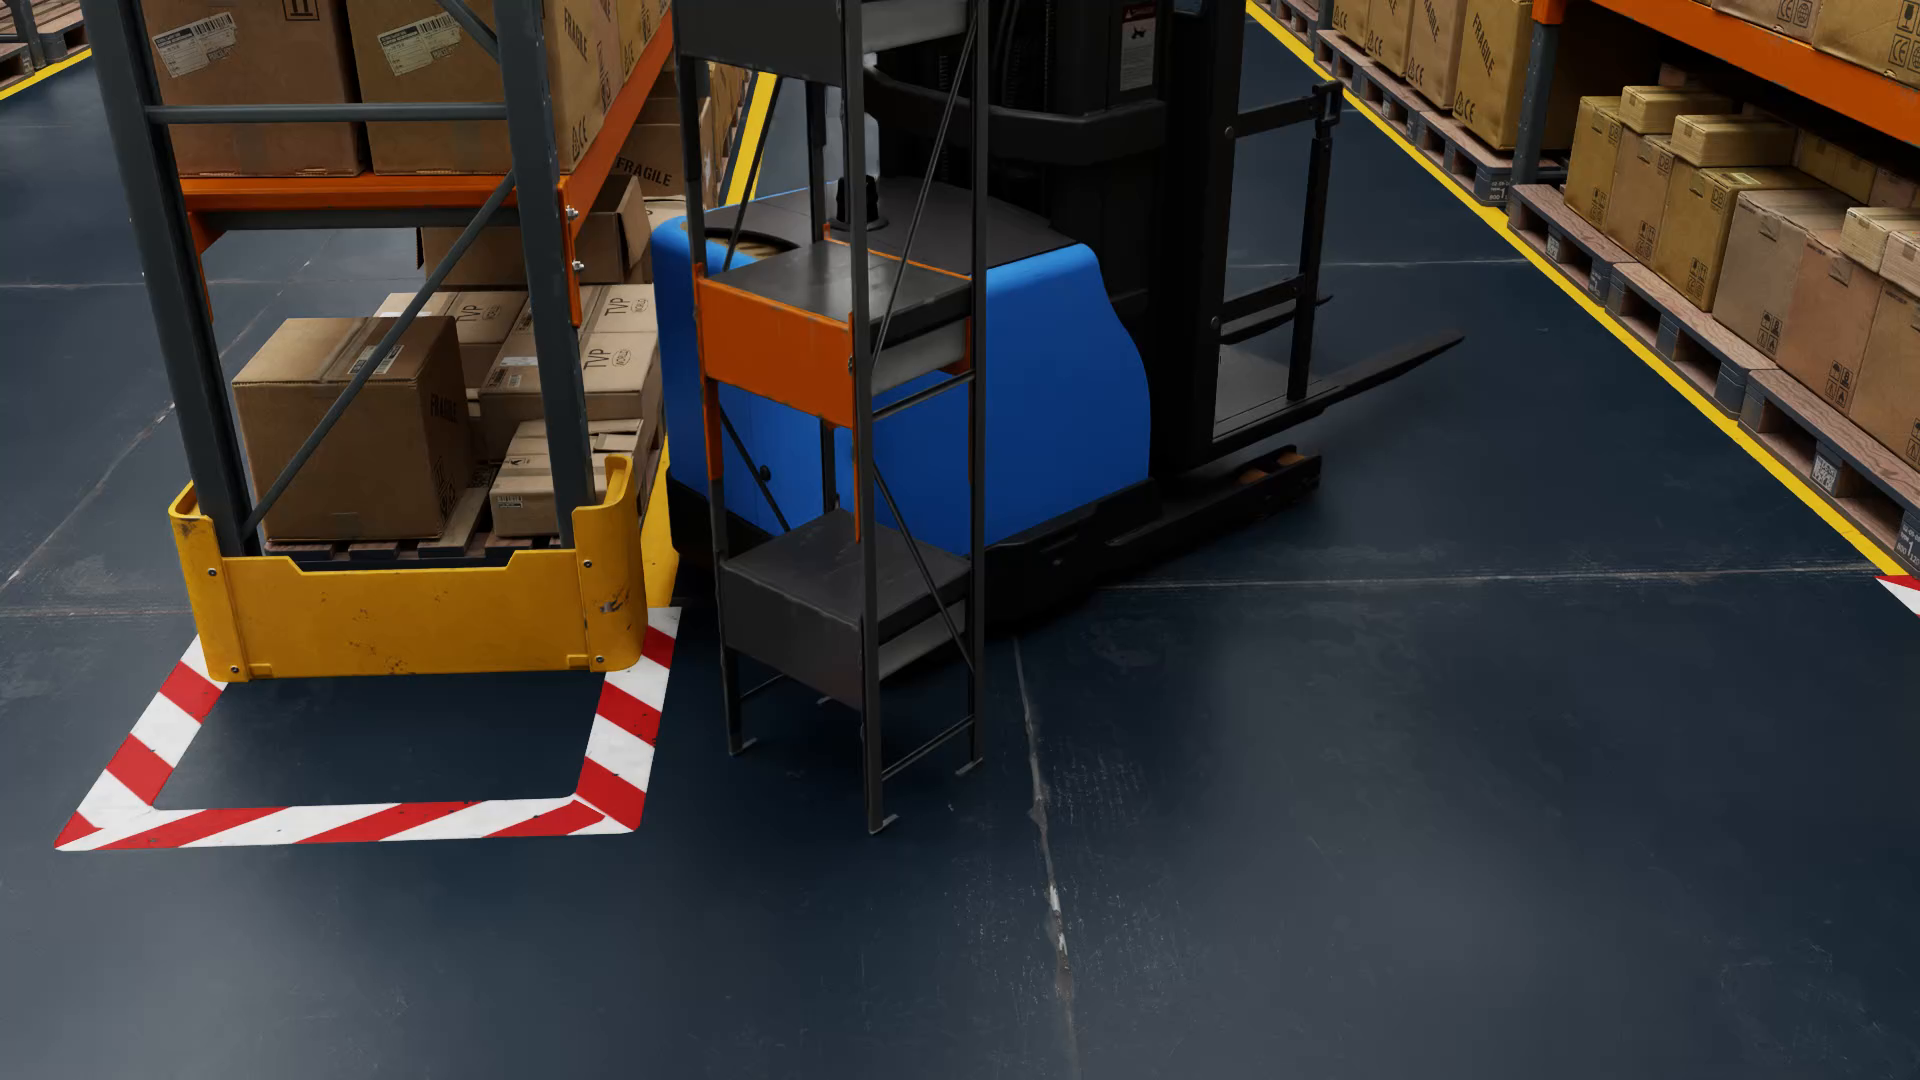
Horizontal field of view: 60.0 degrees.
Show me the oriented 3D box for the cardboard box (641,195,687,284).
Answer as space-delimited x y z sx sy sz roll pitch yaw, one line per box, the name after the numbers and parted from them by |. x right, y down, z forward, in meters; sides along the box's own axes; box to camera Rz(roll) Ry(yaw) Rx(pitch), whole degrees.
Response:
-1.333 -1.248 6.831 0.500 0.311 0.500 -1 28 -3 | cardboard box

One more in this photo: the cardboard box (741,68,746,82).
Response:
-1.584 -3.117 10.209 0.500 0.500 0.500 -2 28 -5 | cardboard box

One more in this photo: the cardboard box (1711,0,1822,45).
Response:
3.354 -2.178 5.859 0.980 0.700 0.700 -3 28 -5 | cardboard box

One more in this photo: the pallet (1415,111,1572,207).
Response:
3.146 -2.087 9.024 1.003 0.211 1.213 -1 28 -3 | pallet

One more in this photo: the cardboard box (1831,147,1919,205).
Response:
3.472 -1.341 6.125 0.380 0.149 0.250 -1 28 -2 | cardboard box

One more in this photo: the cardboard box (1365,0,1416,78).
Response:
2.999 -3.302 10.208 0.750 0.750 0.750 -2 28 -3 | cardboard box

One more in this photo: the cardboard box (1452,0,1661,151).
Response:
3.098 -2.499 8.669 0.750 0.750 0.750 -1 28 -2 | cardboard box

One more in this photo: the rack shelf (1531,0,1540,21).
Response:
3.157 -3.574 9.637 1.077 0.370 4.000 -1 28 -3 | rack shelf

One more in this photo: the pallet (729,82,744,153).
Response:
-1.832 -2.551 9.913 1.003 0.211 1.213 -1 28 -3 | pallet

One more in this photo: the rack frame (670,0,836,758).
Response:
-0.448 -0.452 3.846 0.015 2.100 0.400 22 35 36 | rack frame

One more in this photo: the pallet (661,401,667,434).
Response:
-1.584 -0.730 6.421 1.003 0.211 1.213 -1 28 -3 | pallet

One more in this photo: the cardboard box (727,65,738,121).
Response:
-1.525 -2.641 9.297 0.500 0.500 0.500 -1 28 -2 | cardboard box

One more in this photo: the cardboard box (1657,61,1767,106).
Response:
3.389 -2.059 7.501 0.380 0.149 0.250 -2 28 -3 | cardboard box

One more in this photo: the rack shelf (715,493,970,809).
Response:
-0.263 0.255 4.034 0.480 0.518 0.431 22 35 36 | rack shelf

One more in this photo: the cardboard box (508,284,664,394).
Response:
-1.274 -0.696 5.839 0.500 0.250 0.500 -1 28 -3 | cardboard box

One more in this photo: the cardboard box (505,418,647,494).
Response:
-1.168 -0.257 5.087 0.380 0.166 0.250 -1 28 -3 | cardboard box

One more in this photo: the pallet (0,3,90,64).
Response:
-6.843 -3.700 12.115 1.003 0.211 1.213 -1 28 -3 | pallet

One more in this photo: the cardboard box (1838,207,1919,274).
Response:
3.131 -0.981 5.435 0.380 0.149 0.250 -1 28 -1 | cardboard box

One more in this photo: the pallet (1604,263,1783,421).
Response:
3.290 -0.815 6.585 1.003 0.211 1.213 -1 28 -3 | pallet

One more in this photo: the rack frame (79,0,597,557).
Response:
-1.477 -1.001 3.925 1.000 3.000 0.127 -1 28 -3 | rack frame

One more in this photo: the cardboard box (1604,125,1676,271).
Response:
3.221 -1.467 7.069 0.700 0.500 0.500 -2 28 -3 | cardboard box

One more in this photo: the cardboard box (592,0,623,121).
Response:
-1.269 -1.494 4.764 0.500 0.500 0.500 -2 28 -3 | cardboard box

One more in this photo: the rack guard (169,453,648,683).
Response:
-1.480 0.072 4.570 1.175 0.500 0.348 -1 28 -3 | rack guard

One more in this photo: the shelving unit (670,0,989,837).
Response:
-0.263 -0.378 3.705 0.503 2.100 0.431 22 35 36 | shelving unit

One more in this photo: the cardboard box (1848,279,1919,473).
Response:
3.334 -0.521 5.254 0.700 0.500 0.500 -1 28 -3 | cardboard box

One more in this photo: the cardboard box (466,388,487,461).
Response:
-1.682 -0.374 5.311 0.380 0.166 0.250 -1 28 -3 | cardboard box

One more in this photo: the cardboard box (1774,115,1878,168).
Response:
3.445 -1.577 6.578 0.380 0.149 0.250 -1 28 -2 | cardboard box

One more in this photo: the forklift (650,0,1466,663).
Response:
0.554 -1.522 5.000 3.031 2.935 1.130 -23 35 -36 | forklift

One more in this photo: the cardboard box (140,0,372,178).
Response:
-1.772 -1.245 4.286 0.500 0.500 0.500 -1 28 -1 | cardboard box

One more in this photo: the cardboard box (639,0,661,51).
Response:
-1.316 -1.957 5.651 0.500 0.500 0.500 -1 28 -2 | cardboard box

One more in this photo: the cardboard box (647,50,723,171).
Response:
-1.467 -2.164 8.383 0.500 0.500 0.500 -3 28 -5 | cardboard box

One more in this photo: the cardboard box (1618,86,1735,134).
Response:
3.034 -1.824 7.052 0.380 0.149 0.250 0 28 -1 | cardboard box

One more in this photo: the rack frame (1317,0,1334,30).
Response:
3.052 -4.817 11.241 1.000 3.000 0.127 -1 28 -3 | rack frame

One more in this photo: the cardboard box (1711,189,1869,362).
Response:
3.281 -0.984 6.142 0.700 0.500 0.500 -2 28 -4 | cardboard box

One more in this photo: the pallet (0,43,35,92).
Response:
-6.758 -2.978 10.731 1.003 0.211 1.213 -1 28 -3 | pallet

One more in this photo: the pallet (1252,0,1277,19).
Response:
2.952 -4.503 13.656 1.003 0.211 1.213 -1 28 -3 | pallet

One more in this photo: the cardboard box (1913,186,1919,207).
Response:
3.500 -1.105 5.673 0.380 0.149 0.250 -1 28 -2 | cardboard box

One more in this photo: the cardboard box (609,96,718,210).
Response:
-1.372 -1.678 7.452 0.500 0.500 0.500 -1 28 -3 | cardboard box

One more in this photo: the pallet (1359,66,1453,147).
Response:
3.079 -2.652 10.107 1.003 0.211 1.213 -1 28 -3 | pallet

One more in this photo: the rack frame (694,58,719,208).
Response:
-1.685 -2.848 7.467 1.000 3.000 0.127 -1 28 -3 | rack frame
